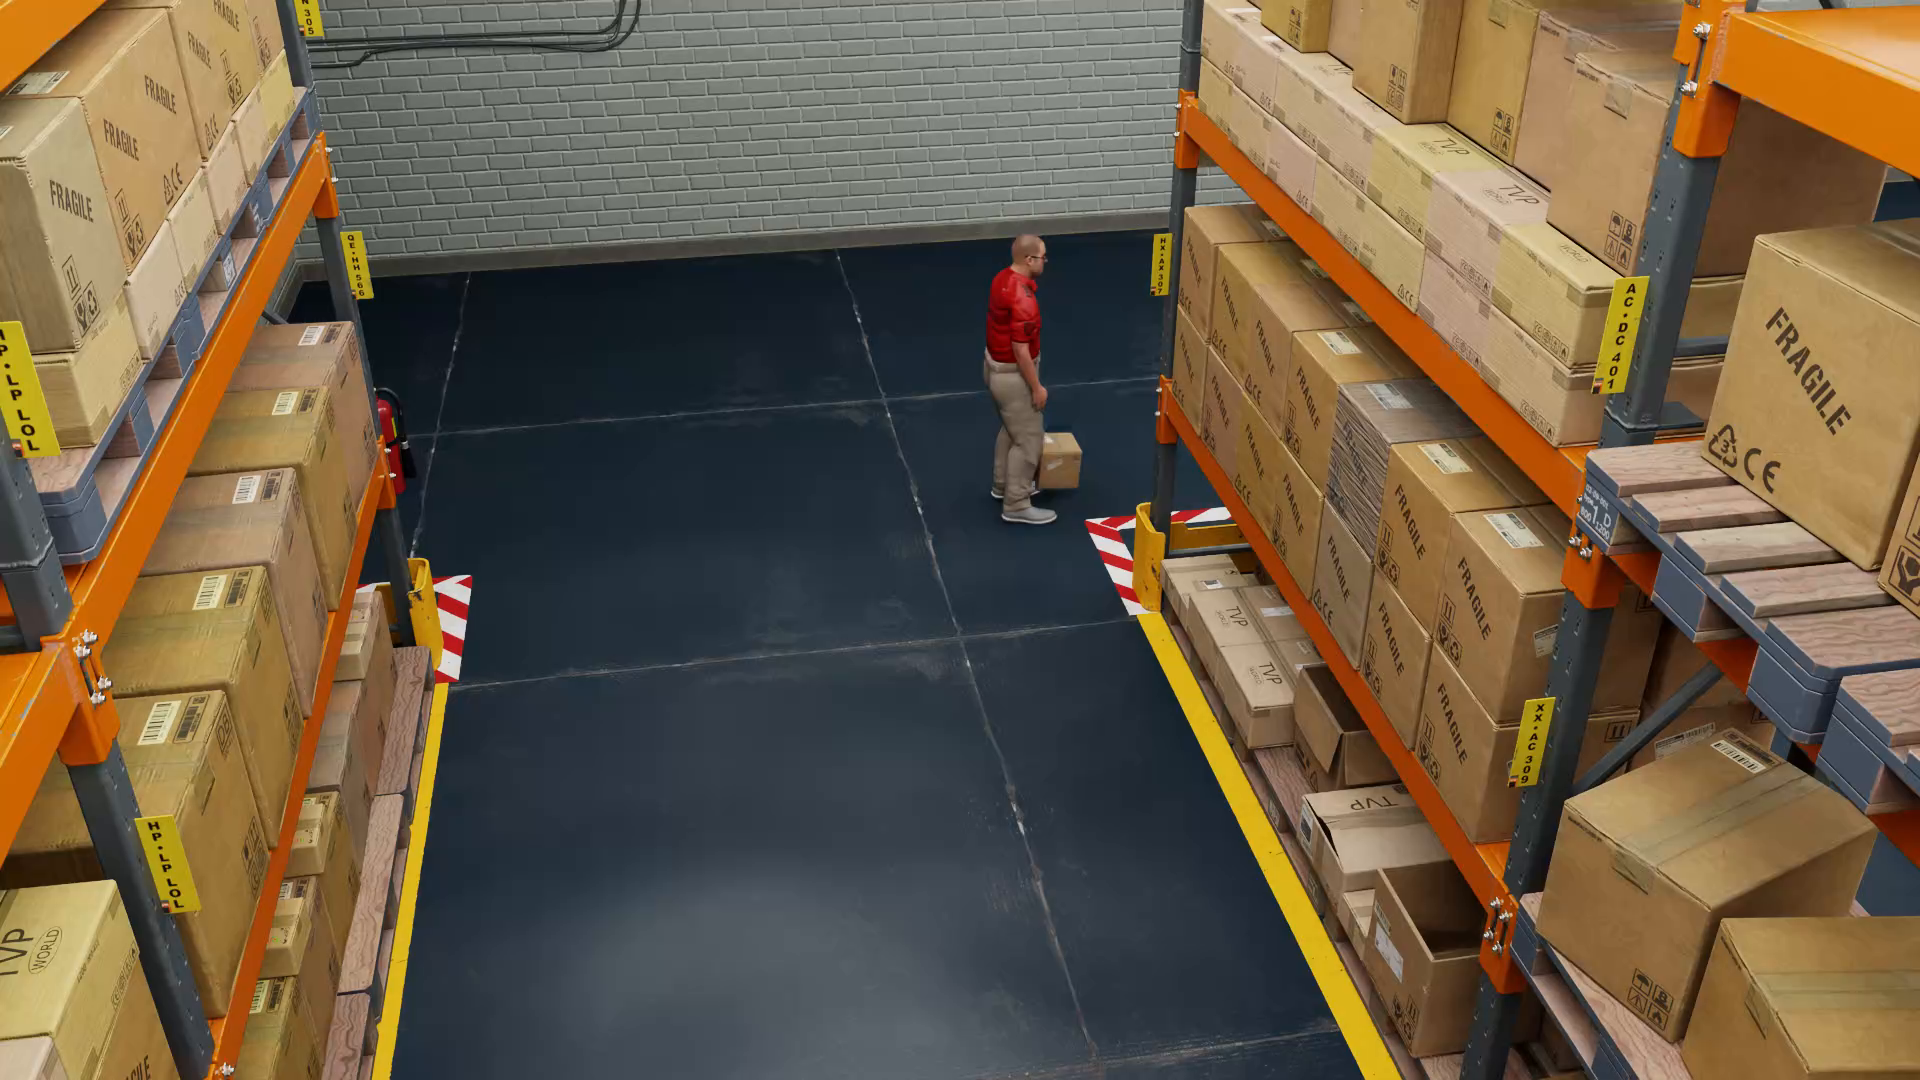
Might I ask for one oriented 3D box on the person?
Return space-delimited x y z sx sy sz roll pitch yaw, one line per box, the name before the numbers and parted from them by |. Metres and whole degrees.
person | 0.347 -0.960 9.779 0.394 1.728 0.570 -6 31 -10
